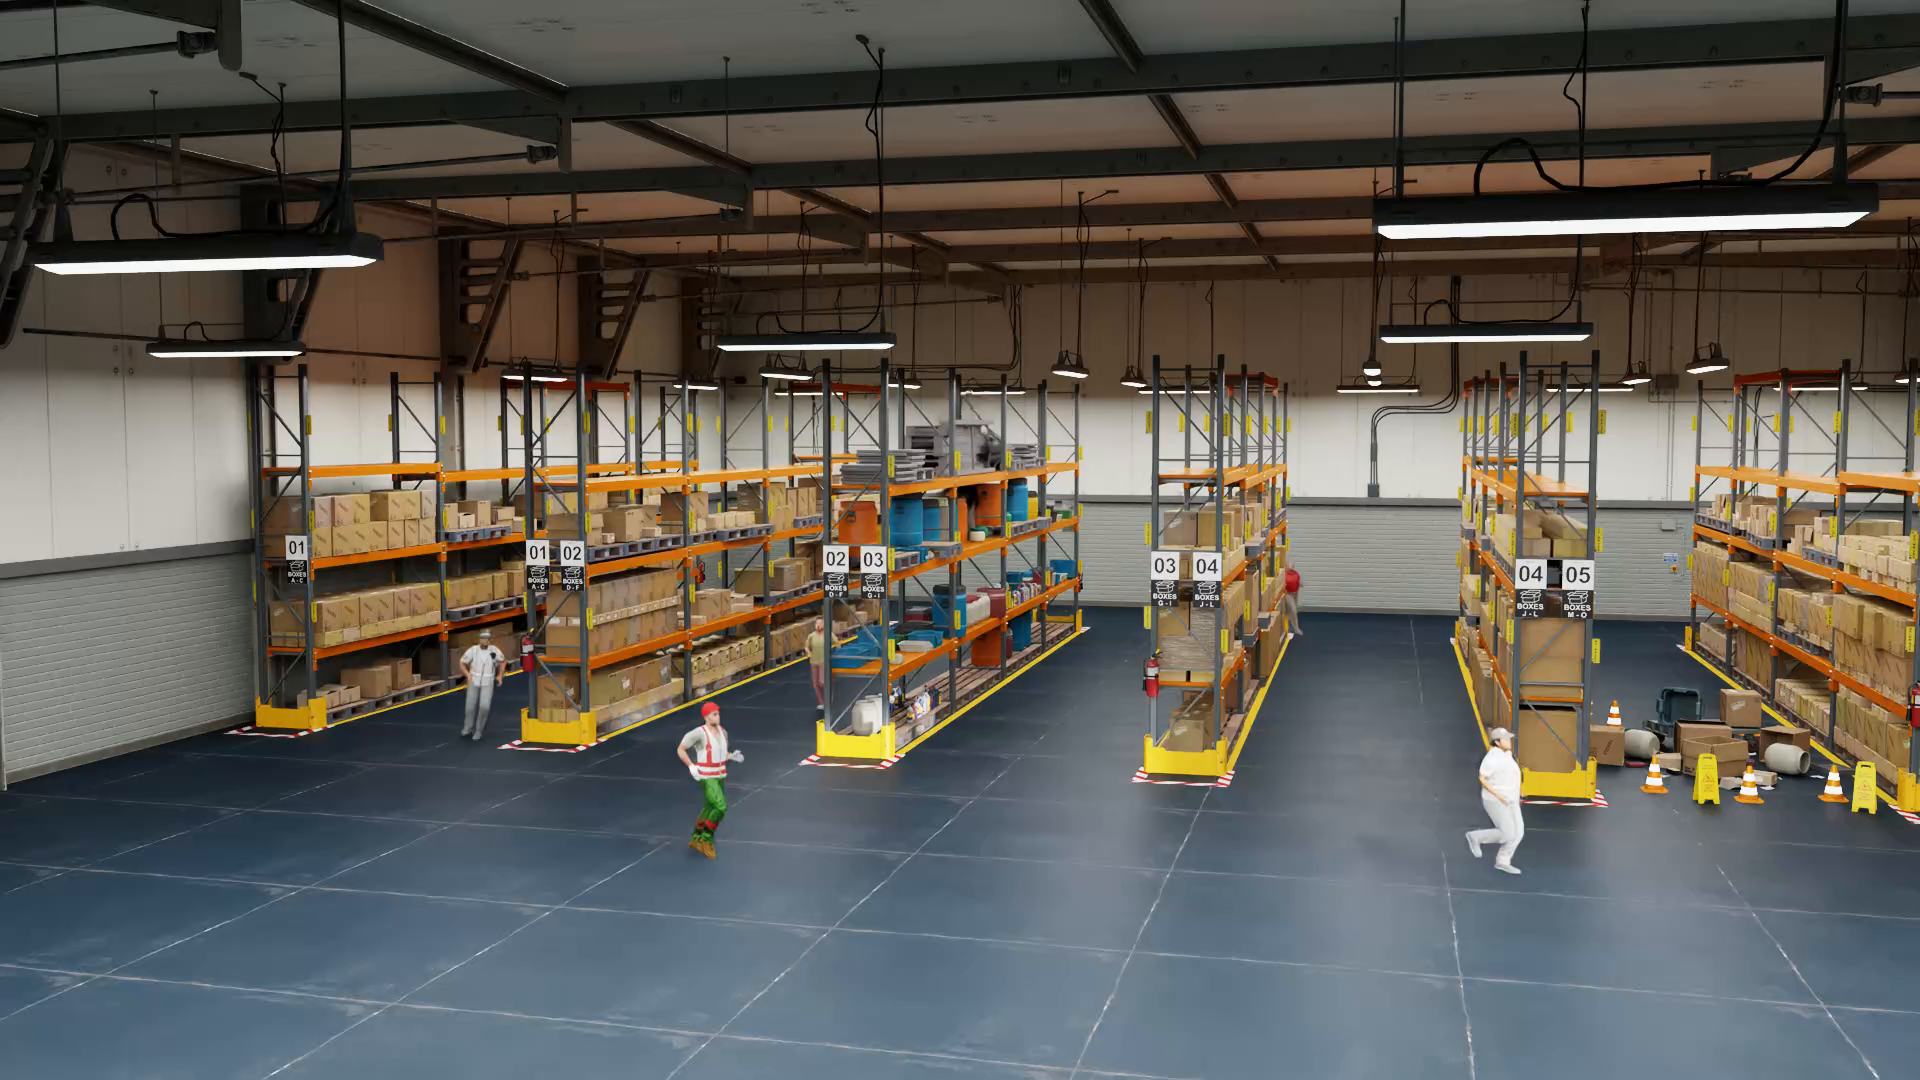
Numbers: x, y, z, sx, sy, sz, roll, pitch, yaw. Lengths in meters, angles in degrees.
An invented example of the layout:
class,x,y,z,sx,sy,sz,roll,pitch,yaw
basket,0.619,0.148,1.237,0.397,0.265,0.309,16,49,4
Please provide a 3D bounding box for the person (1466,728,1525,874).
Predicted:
class,x,y,z,sx,sy,sz,roll,pitch,yaw
person,6.036,2.912,18.695,0.584,1.628,0.609,4,5,42

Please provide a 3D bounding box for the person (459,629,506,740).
class,x,y,z,sx,sy,sz,roll,pitch,yaw
person,-7.647,2.315,26.638,0.725,1.795,0.663,-1,4,-14

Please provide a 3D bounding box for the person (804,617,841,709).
class,x,y,z,sx,sy,sz,roll,pitch,yaw
person,-2.415,2.158,28.855,0.596,1.641,0.605,1,4,12

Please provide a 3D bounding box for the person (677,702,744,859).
class,x,y,z,sx,sy,sz,roll,pitch,yaw
person,-2.873,2.786,19.314,0.721,1.804,0.632,2,5,30

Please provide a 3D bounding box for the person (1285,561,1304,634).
class,x,y,z,sx,sy,sz,roll,pitch,yaw
person,7.955,1.381,40.196,0.669,1.744,0.895,-2,5,-31
